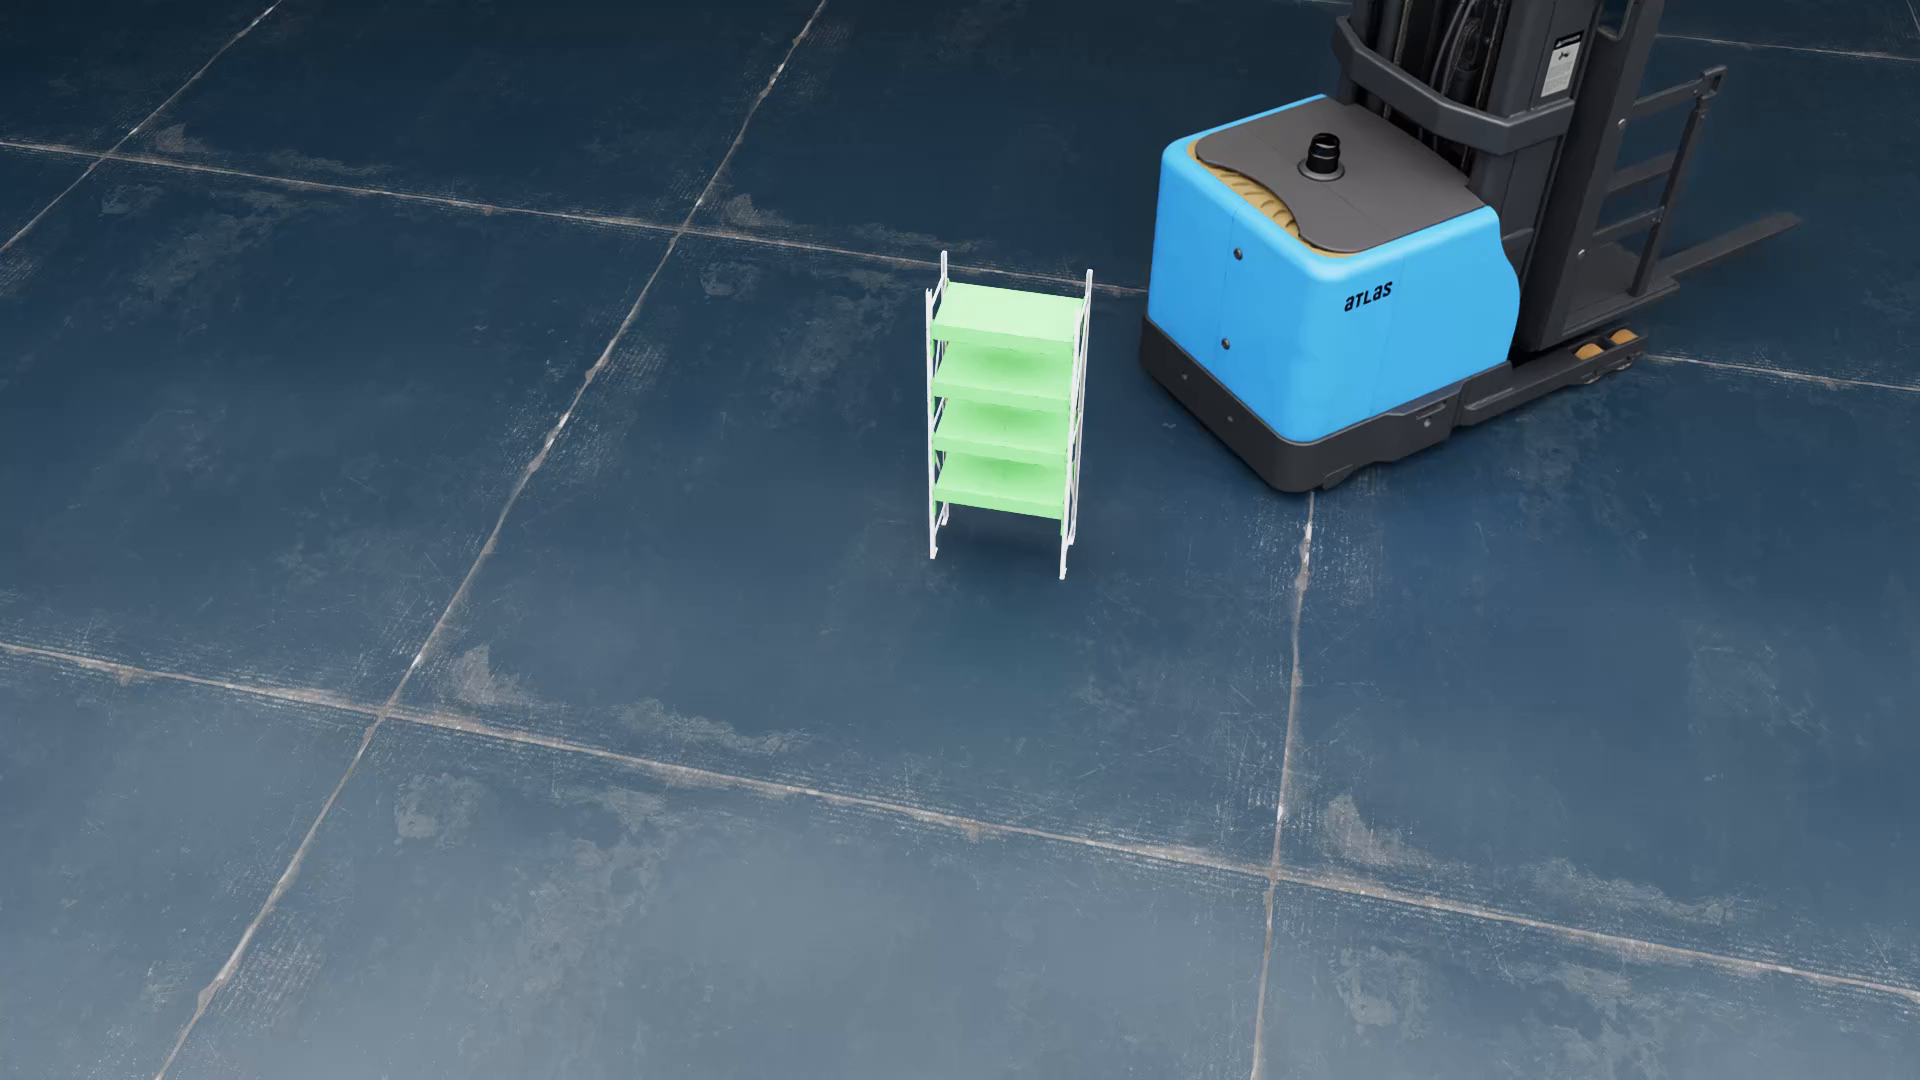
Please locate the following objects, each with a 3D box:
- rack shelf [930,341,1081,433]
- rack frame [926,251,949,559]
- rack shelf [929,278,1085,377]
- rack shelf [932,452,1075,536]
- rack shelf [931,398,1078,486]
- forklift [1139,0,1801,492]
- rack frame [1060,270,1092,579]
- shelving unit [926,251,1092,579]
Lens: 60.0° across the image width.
[{"bbox_3d":[0.162,-0.534,5.686,0.480,0.148,0.258,9,45,9],"label":"rack shelf"},{"bbox_3d":[-0.077,-0.444,5.846,0.015,1.200,0.240,9,45,9],"label":"rack frame"},{"bbox_3d":[0.162,-0.707,5.519,0.480,0.148,0.258,9,45,9],"label":"rack shelf"},{"bbox_3d":[0.162,-0.188,6.019,0.480,0.148,0.258,9,45,9],"label":"rack shelf"},{"bbox_3d":[0.162,-0.361,5.852,0.480,0.148,0.258,9,45,9],"label":"rack shelf"},{"bbox_3d":[2.280,-2.000,6.215,3.031,2.935,1.130,-22,48,-21],"label":"forklift"},{"bbox_3d":[0.400,-0.370,5.769,0.015,1.200,0.240,9,45,9],"label":"rack frame"},{"bbox_3d":[0.162,-0.407,5.808,0.503,1.200,0.258,9,45,9],"label":"shelving unit"}]
